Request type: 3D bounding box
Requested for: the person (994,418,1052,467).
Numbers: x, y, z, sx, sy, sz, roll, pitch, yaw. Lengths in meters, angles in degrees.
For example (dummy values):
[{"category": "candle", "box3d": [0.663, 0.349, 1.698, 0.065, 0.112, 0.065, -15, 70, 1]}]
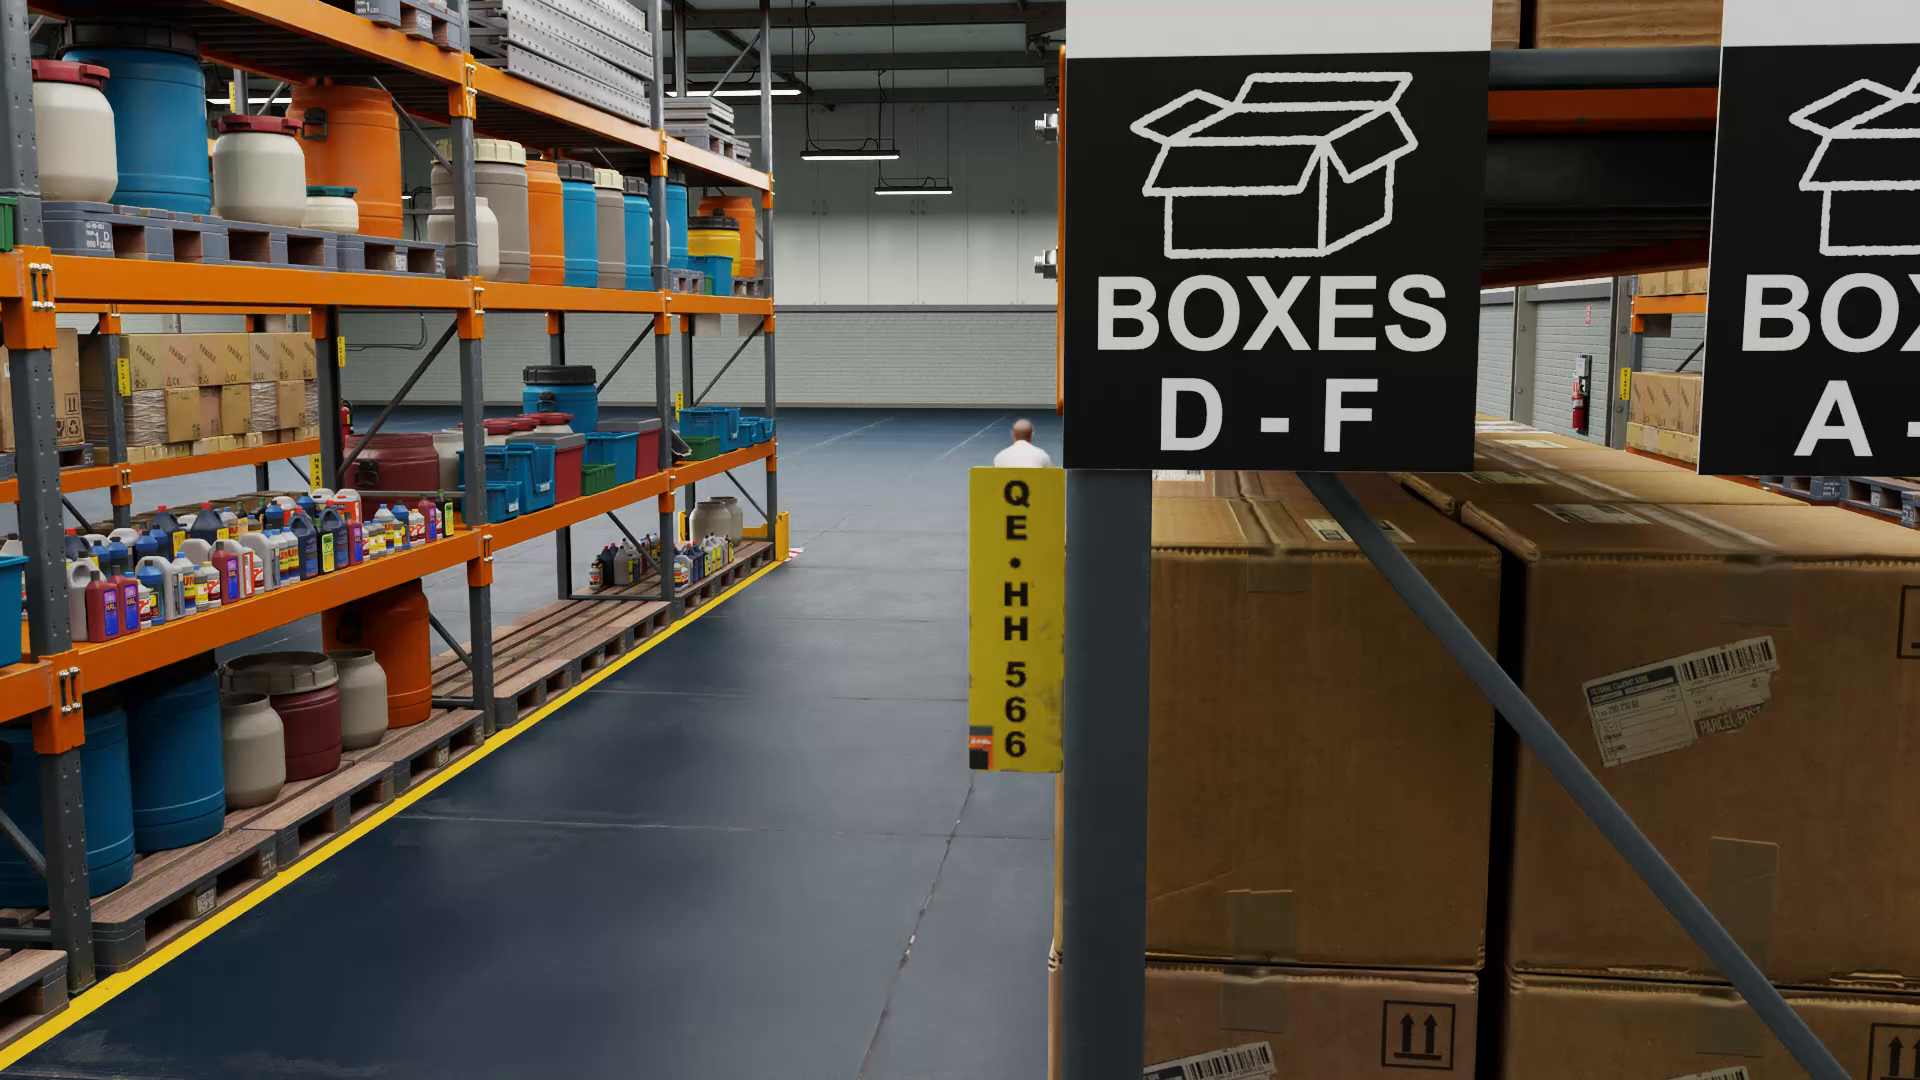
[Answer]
[{"category": "person", "box3d": [0.550, -0.171, 14.316, 0.534, 1.742, 0.603, 1, 7, 6]}]
